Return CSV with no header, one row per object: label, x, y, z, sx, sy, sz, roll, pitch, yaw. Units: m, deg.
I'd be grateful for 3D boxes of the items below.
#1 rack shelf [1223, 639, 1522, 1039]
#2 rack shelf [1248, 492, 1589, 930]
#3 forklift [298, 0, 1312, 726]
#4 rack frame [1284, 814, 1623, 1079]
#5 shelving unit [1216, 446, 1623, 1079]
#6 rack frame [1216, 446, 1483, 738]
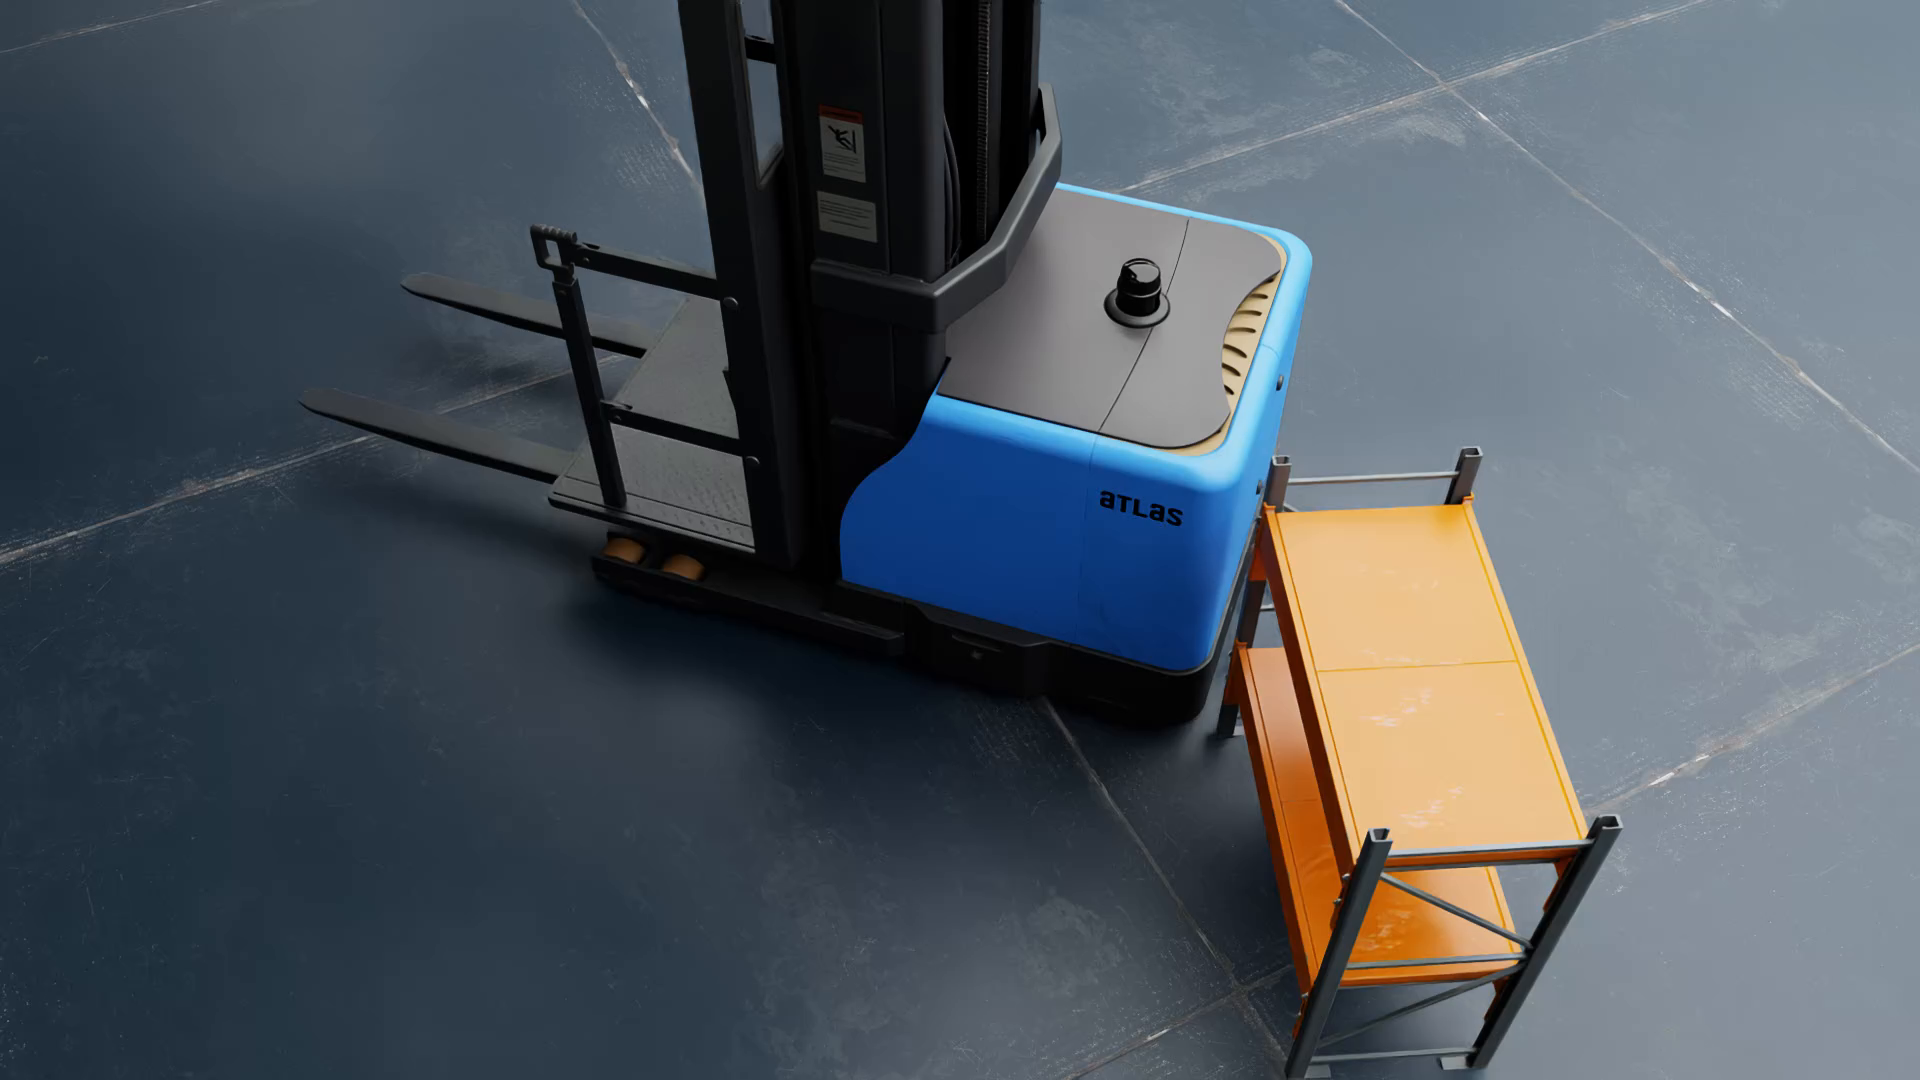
rack shelf,1.019,0.714,4.203,0.538,0.278,1.000,-3,49,-2
rack shelf,1.019,0.361,3.799,0.538,0.278,1.000,-3,49,-2
forklift,-0.593,-1.123,4.285,3.031,2.935,1.130,15,50,13
rack frame,1.052,0.935,3.685,0.500,1.125,0.032,-3,49,-2
shelving unit,1.019,0.553,4.019,0.538,1.125,1.048,-3,49,-2
rack frame,0.987,0.171,4.353,0.500,1.125,0.032,-3,49,-2
